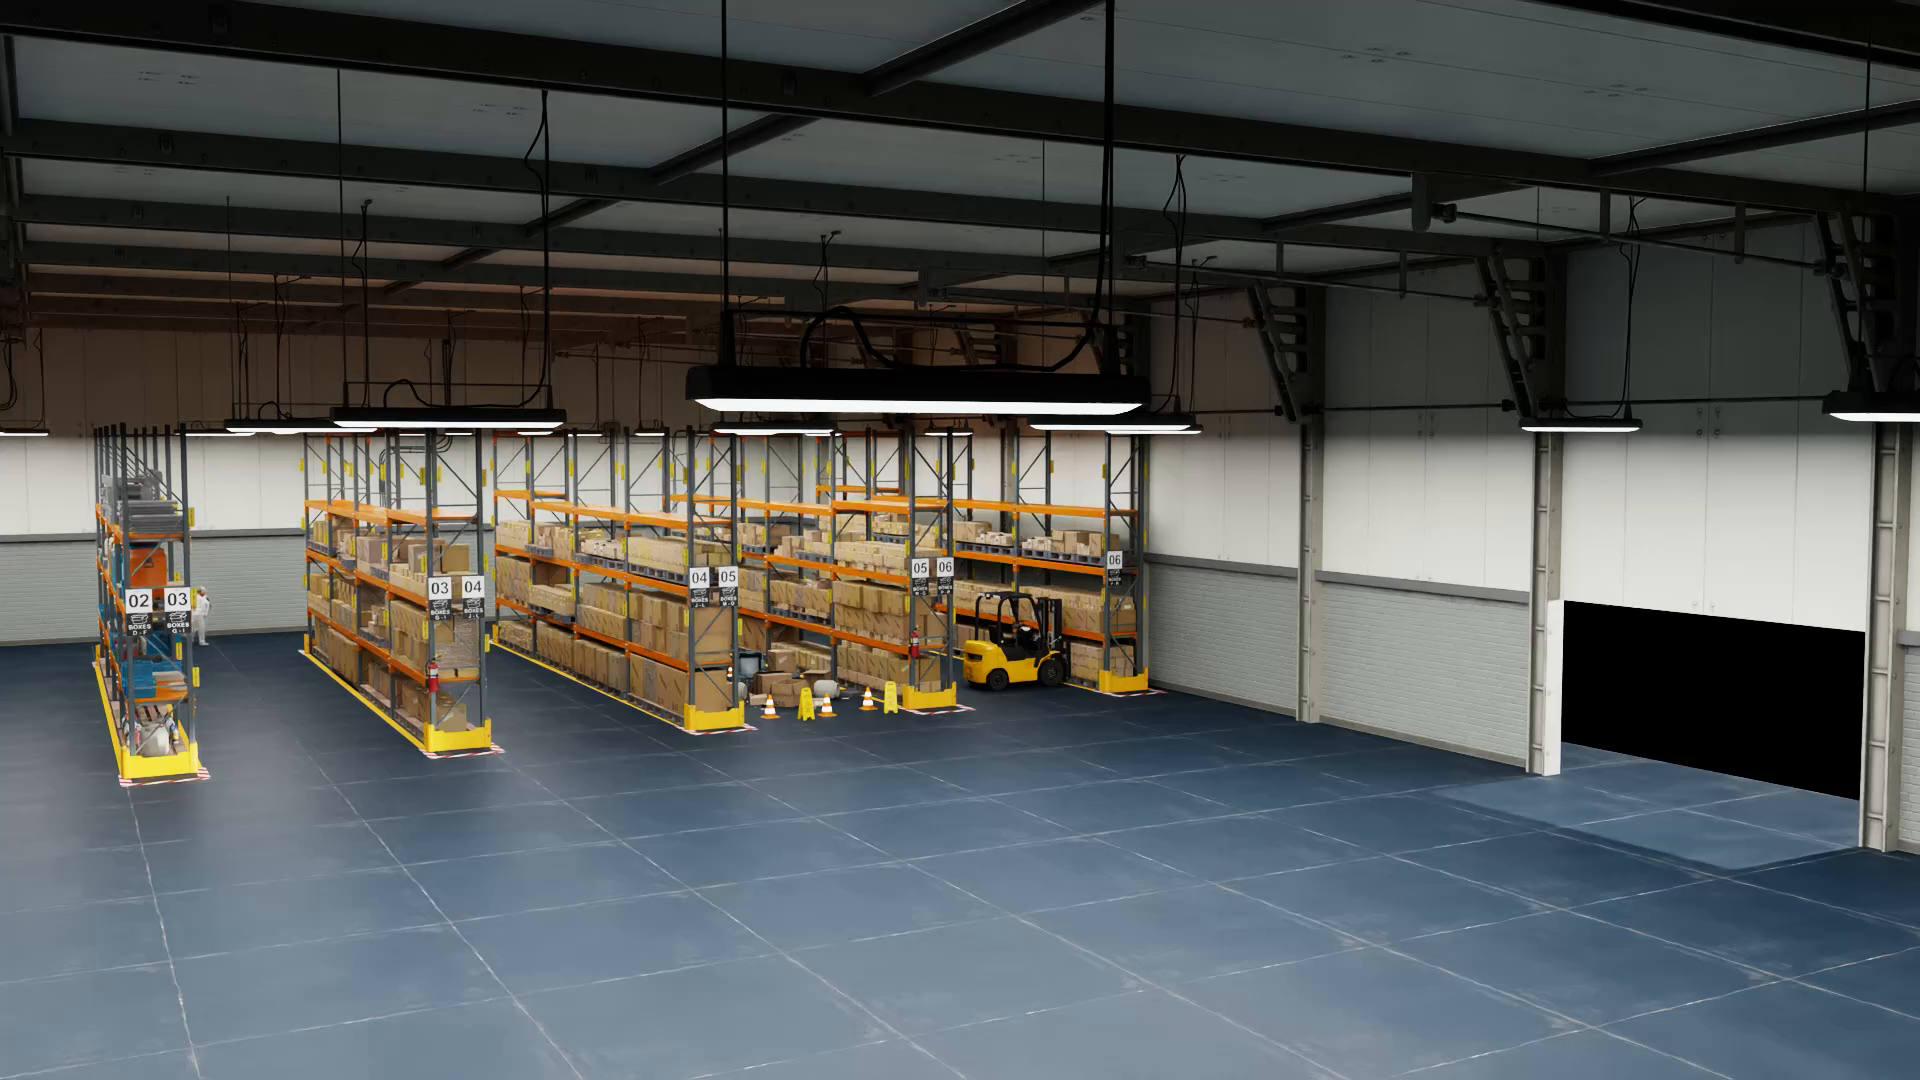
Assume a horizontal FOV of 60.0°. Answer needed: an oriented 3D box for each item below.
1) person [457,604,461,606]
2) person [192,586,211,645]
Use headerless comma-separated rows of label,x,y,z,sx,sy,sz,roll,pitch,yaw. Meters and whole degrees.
person,-13.307,2.248,43.907,0.542,1.594,1.021,-2,4,-32
person,-21.174,2.095,46.231,0.755,1.631,0.486,1,4,11
